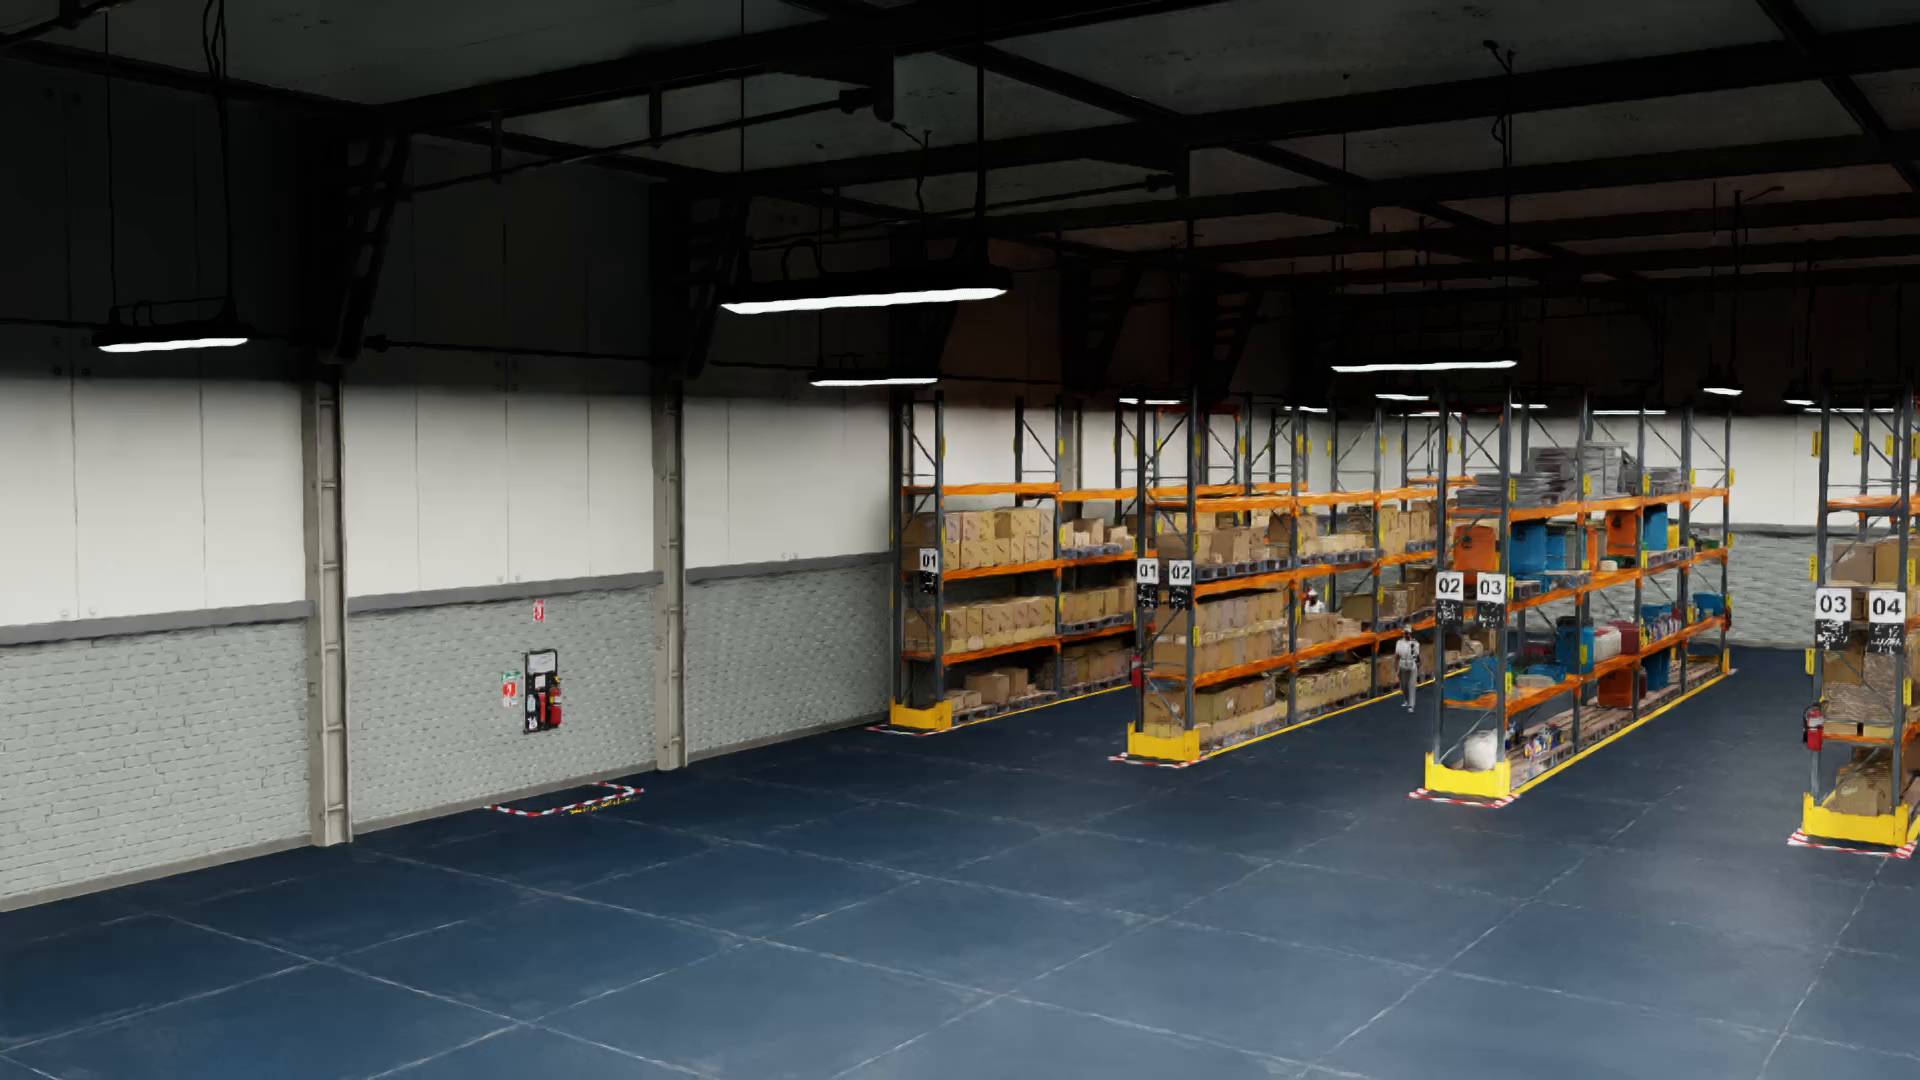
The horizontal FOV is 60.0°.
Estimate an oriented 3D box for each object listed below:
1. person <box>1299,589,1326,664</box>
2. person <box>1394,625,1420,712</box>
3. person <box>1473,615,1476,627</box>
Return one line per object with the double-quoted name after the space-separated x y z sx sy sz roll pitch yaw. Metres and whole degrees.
8.119 1.991 38.126 0.577 1.733 1.042 2 4 34 "person"
8.465 2.403 31.477 0.448 1.622 0.996 2 4 27 "person"
13.304 1.793 42.485 0.526 1.651 0.510 0 3 -2 "person"
